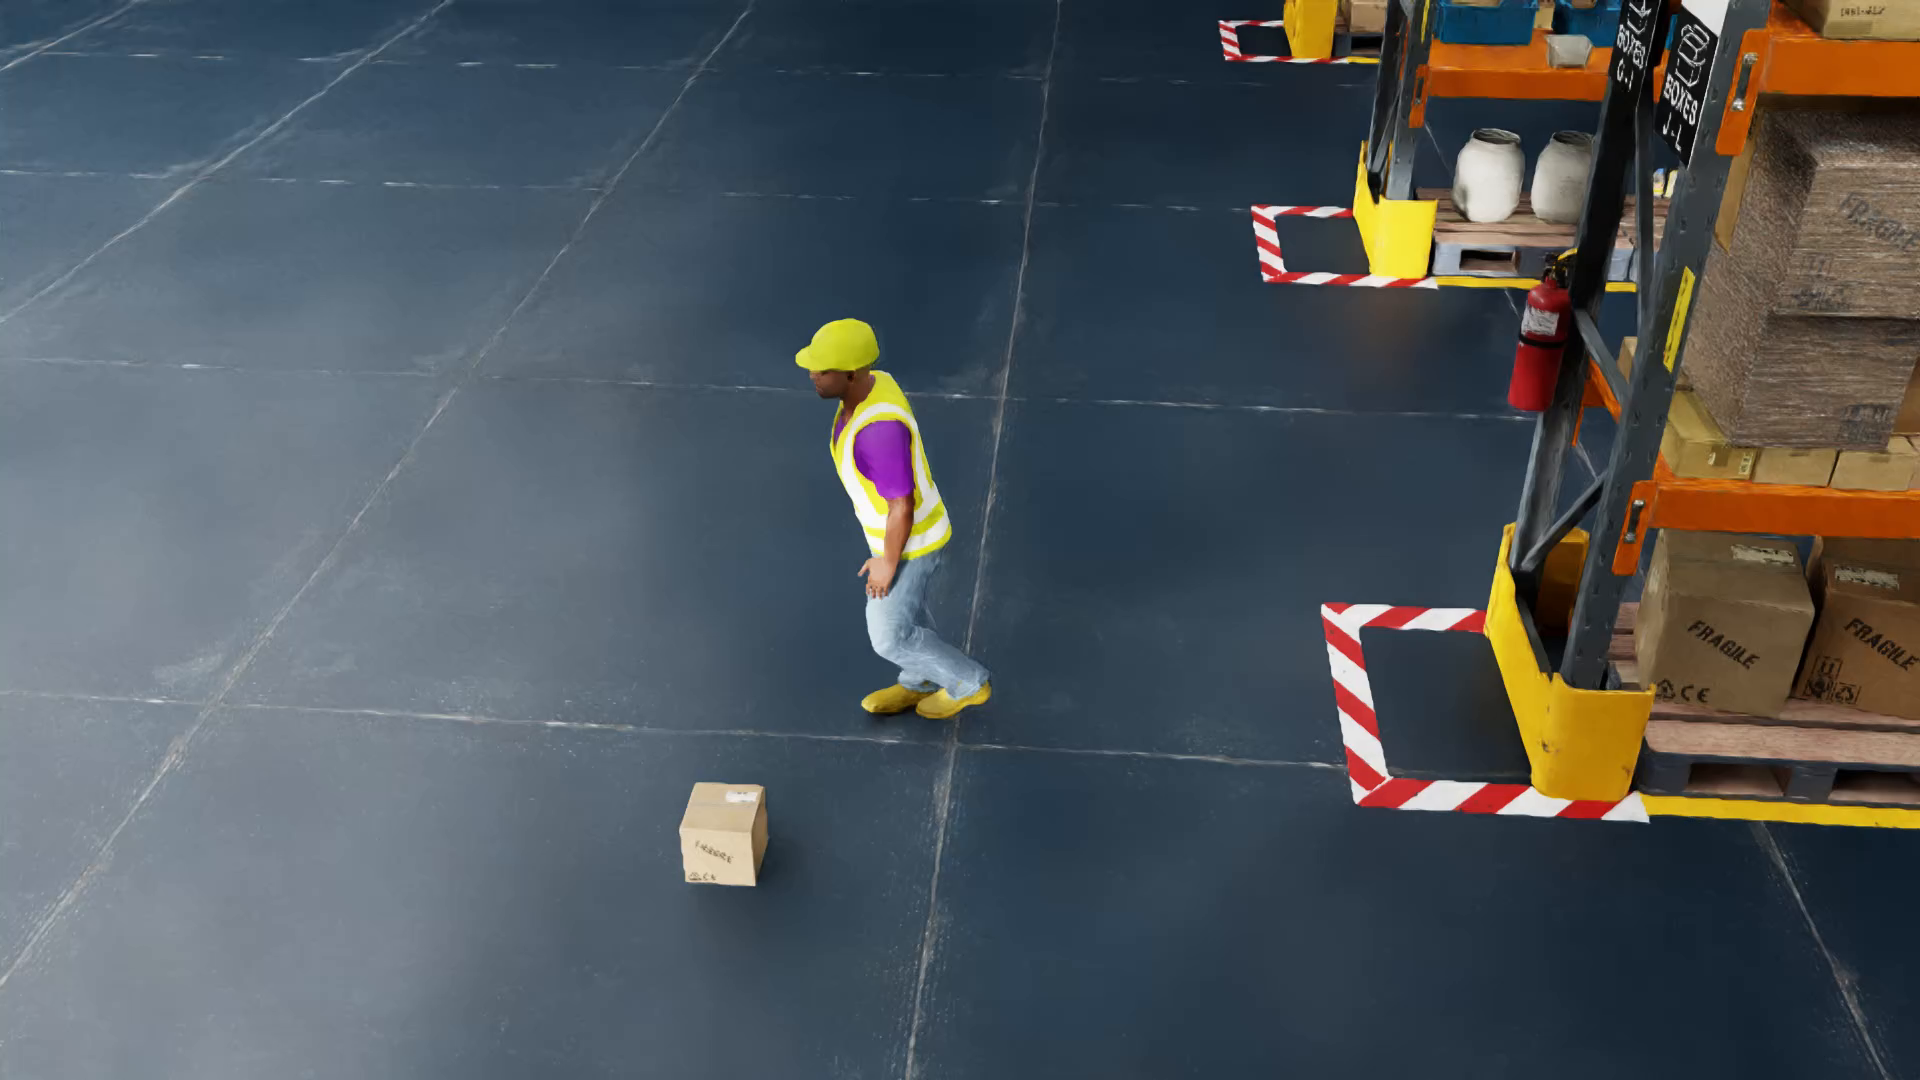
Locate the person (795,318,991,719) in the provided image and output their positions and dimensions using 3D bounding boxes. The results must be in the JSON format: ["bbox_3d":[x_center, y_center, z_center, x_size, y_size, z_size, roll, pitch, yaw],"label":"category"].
[{"bbox_3d":[-0.233,-0.028,6.173,0.679,1.739,0.577,-7,33,-12],"label":"person"}]
